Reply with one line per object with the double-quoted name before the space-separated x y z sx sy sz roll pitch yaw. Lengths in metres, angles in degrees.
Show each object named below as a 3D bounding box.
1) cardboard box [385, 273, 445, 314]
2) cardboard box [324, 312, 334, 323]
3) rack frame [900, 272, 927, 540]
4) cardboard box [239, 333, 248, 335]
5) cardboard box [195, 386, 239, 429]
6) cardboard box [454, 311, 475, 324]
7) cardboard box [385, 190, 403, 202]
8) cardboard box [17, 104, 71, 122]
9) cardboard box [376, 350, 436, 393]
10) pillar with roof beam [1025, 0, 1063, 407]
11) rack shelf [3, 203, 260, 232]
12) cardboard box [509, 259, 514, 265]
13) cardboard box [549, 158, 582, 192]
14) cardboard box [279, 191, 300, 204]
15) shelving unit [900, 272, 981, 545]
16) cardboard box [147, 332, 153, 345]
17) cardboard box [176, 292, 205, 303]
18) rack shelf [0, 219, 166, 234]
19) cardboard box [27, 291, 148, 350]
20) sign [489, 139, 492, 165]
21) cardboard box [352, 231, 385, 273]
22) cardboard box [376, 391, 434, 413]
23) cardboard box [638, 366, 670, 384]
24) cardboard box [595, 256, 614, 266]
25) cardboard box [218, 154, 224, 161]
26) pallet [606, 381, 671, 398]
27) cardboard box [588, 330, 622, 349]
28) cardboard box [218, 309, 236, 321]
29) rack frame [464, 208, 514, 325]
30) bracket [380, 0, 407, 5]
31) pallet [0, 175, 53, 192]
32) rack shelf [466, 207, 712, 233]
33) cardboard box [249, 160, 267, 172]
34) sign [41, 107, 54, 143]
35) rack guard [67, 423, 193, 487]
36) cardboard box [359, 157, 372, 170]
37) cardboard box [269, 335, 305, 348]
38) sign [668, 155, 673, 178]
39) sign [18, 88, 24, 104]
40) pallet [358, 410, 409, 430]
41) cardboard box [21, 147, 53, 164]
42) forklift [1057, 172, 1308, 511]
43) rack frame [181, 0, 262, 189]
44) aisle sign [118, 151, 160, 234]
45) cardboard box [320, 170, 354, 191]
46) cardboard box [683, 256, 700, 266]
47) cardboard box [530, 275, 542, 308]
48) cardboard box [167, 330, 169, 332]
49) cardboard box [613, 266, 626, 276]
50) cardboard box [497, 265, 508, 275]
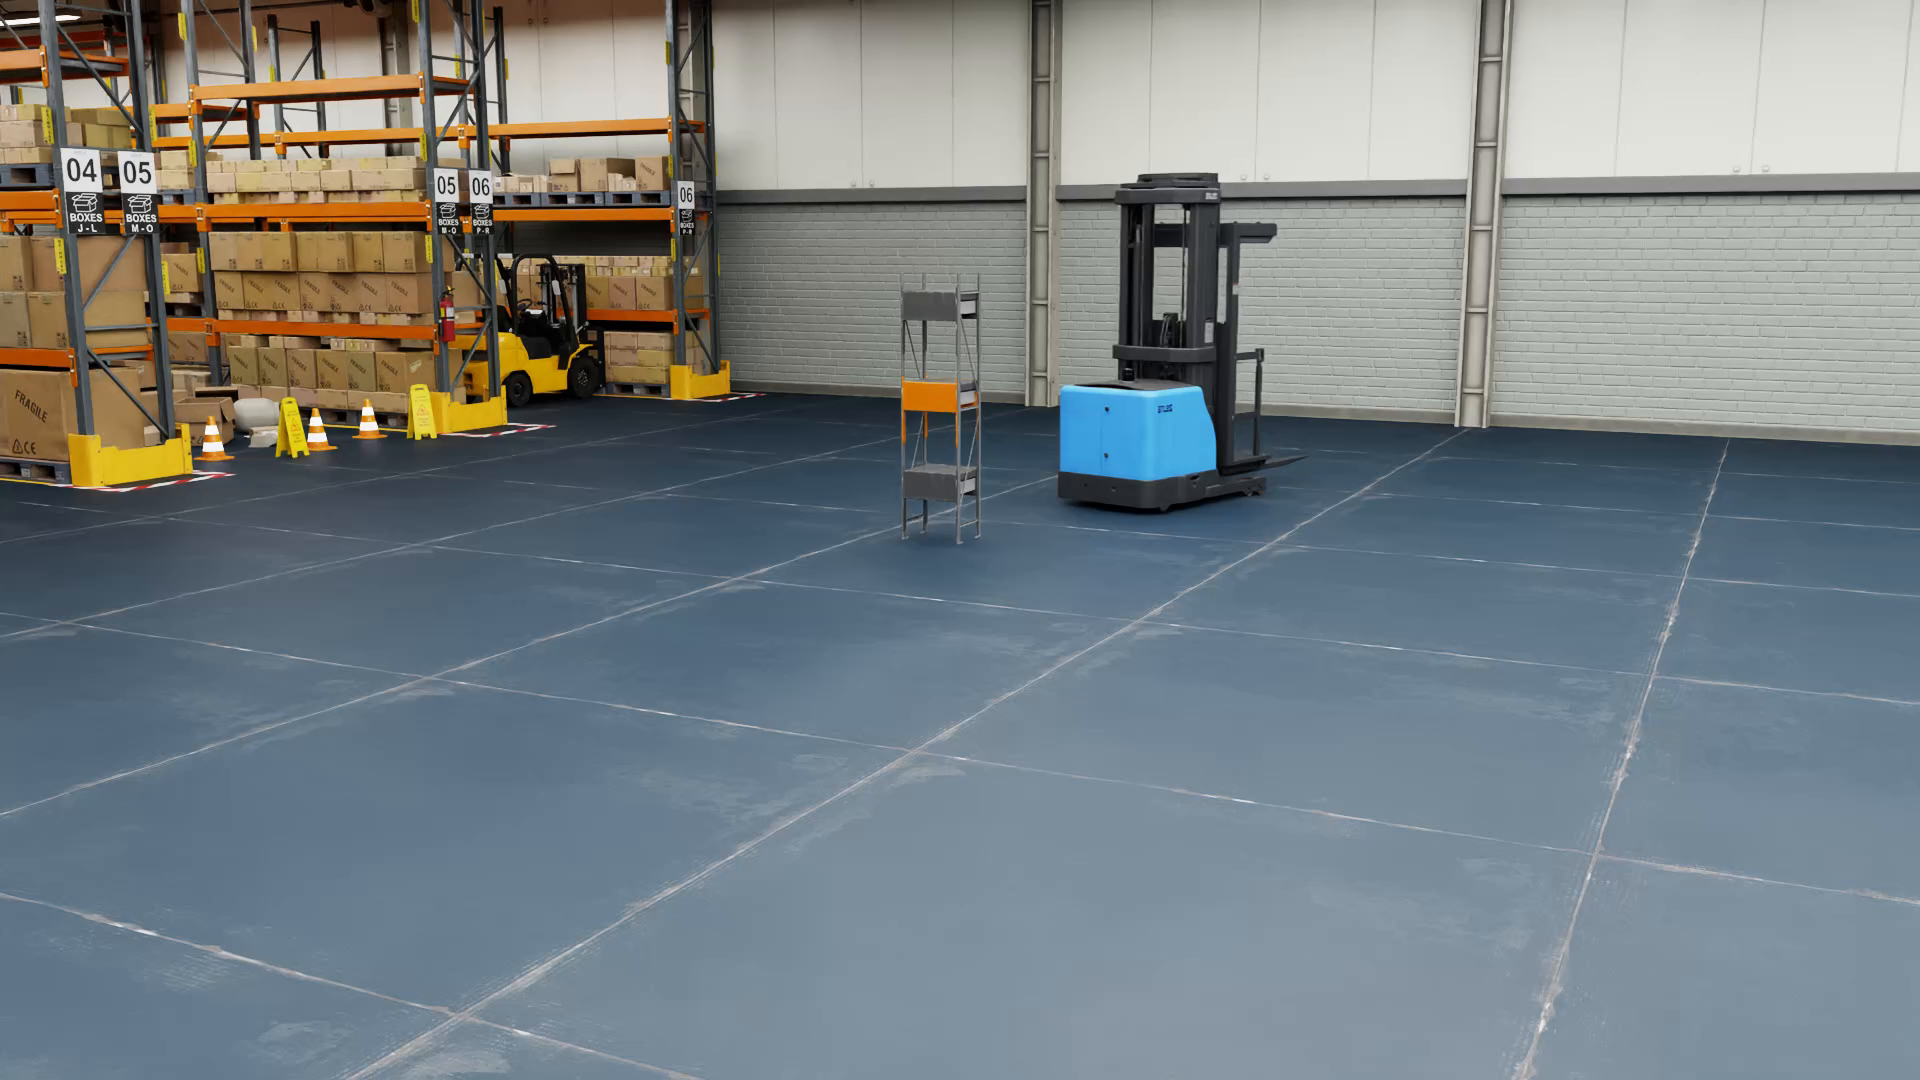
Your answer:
"cardboard box" -6.780 -3.083 20.724 0.500 0.500 0.500 5 11 25
"cardboard box" -7.963 -2.884 21.446 0.250 0.149 0.380 5 11 26
"rack frame" -0.367 -1.065 13.222 0.015 2.100 0.400 5 11 26
"cardboard box" -12.399 -3.678 29.150 0.250 0.149 0.380 5 12 27
"cardboard box" -9.399 -1.673 21.063 0.500 0.500 0.500 -4 11 -23
"cardboard box" -6.384 -2.825 21.119 0.250 0.149 0.380 5 11 26
"cardboard box" -6.853 -4.239 20.510 0.250 0.149 0.380 5 11 26
"cardboard box" -8.723 -4.063 15.839 0.250 0.149 0.380 5 11 26
"cardboard box" -7.005 -2.132 21.026 0.500 0.500 0.500 5 11 26
"pillar with roof beam" -0.728 -5.672 19.301 0.400 9.000 9.100 5 11 26
"rack shelf" -11.552 -4.483 23.176 4.000 0.370 1.077 5 11 26
"cardboard box" -6.904 -4.414 26.259 0.250 0.149 0.380 5 11 25
"cardboard box" -5.865 -5.609 25.626 0.637 0.503 0.797 5 12 28
"cardboard box" -8.470 -4.377 21.272 0.250 0.149 0.380 5 11 25
"shelving unit" -0.148 -1.046 13.115 0.503 2.100 0.431 5 11 26
"cardboard box" -14.405 -3.530 30.149 0.500 0.500 0.500 6 12 28
"cardboard box" -10.342 -3.283 22.473 0.250 0.149 0.380 5 11 27
"rack shelf" -16.533 -5.907 31.041 4.000 0.370 1.077 5 11 26
"cardboard box" -8.624 -2.186 16.463 0.550 0.550 0.875 5 11 26
"sign" -5.931 -4.881 20.900 0.005 0.325 0.100 5 11 26
"cardboard box" -7.176 -3.622 20.899 0.500 0.500 0.700 5 11 26
"cardboard box" -7.037 -1.765 21.099 0.500 0.250 0.500 5 11 26
"cardboard box" -4.539 -2.522 25.281 0.500 0.250 0.500 5 11 26
"cardboard box" -5.347 -4.256 25.385 0.250 0.149 0.380 5 12 27
"cardboard box" -10.556 -5.206 22.989 0.500 0.250 0.500 5 11 25
"pallet" -4.683 -2.363 25.693 1.213 0.211 1.003 5 11 26
"cardboard box" -5.447 -3.091 25.620 0.500 0.250 0.500 5 11 27
"cardboard box" -9.618 -3.004 22.110 0.250 0.149 0.380 5 11 26
"rack frame" -7.565 -3.997 26.890 0.127 3.000 1.000 5 11 26
"bracket" -9.369 -8.987 27.510 0.430 0.232 0.235 5 11 26
"pallet" -10.039 -3.675 16.939 1.213 0.211 1.003 5 11 26
"rack shelf" -5.772 -4.961 25.816 4.000 0.370 1.077 5 11 26
"cardboard box" -8.918 -4.808 21.419 0.250 0.149 0.380 5 11 25
"sign" -8.523 -3.877 15.543 0.005 0.325 0.100 5 11 26
"rack guard" -8.249 -0.858 16.566 0.348 0.500 1.175 5 11 26
"cardboard box" -7.261 -4.684 20.734 0.250 0.149 0.380 5 11 26
"cardboard box" -8.801 -2.596 21.766 0.250 0.149 0.380 6 12 28
"sign" -4.231 -5.469 24.337 0.005 0.325 0.100 5 11 26
"sign" -18.063 -8.519 31.964 0.005 0.325 0.100 5 11 26
"pallet" -6.952 -1.592 21.433 1.213 0.211 1.003 5 11 26
"cardboard box" -8.719 -3.670 15.909 0.250 0.149 0.380 5 11 26
"forklift" 2.228 -1.899 15.493 1.130 2.935 3.031 9 14 41
"rack frame" -9.758 -6.156 21.974 0.127 3.000 1.000 5 11 26
"aisle sign" -8.074 -3.411 16.357 0.004 0.787 0.394 5 11 26
"cardboard box" -7.667 -4.514 20.913 0.500 0.250 0.500 5 12 27
"cardboard box" -4.185 -4.257 25.390 0.250 0.149 0.380 5 11 25
"cardboard box" -6.354 -3.891 26.026 0.500 0.500 0.500 5 11 25
"cardboard box" -14.253 -3.843 30.057 0.250 0.149 0.380 5 11 24
"cardboard box" -5.078 -4.099 25.355 0.250 0.149 0.380 5 11 25
"cardboard box" -7.163 -4.278 26.341 0.250 0.149 0.380 5 12 27
